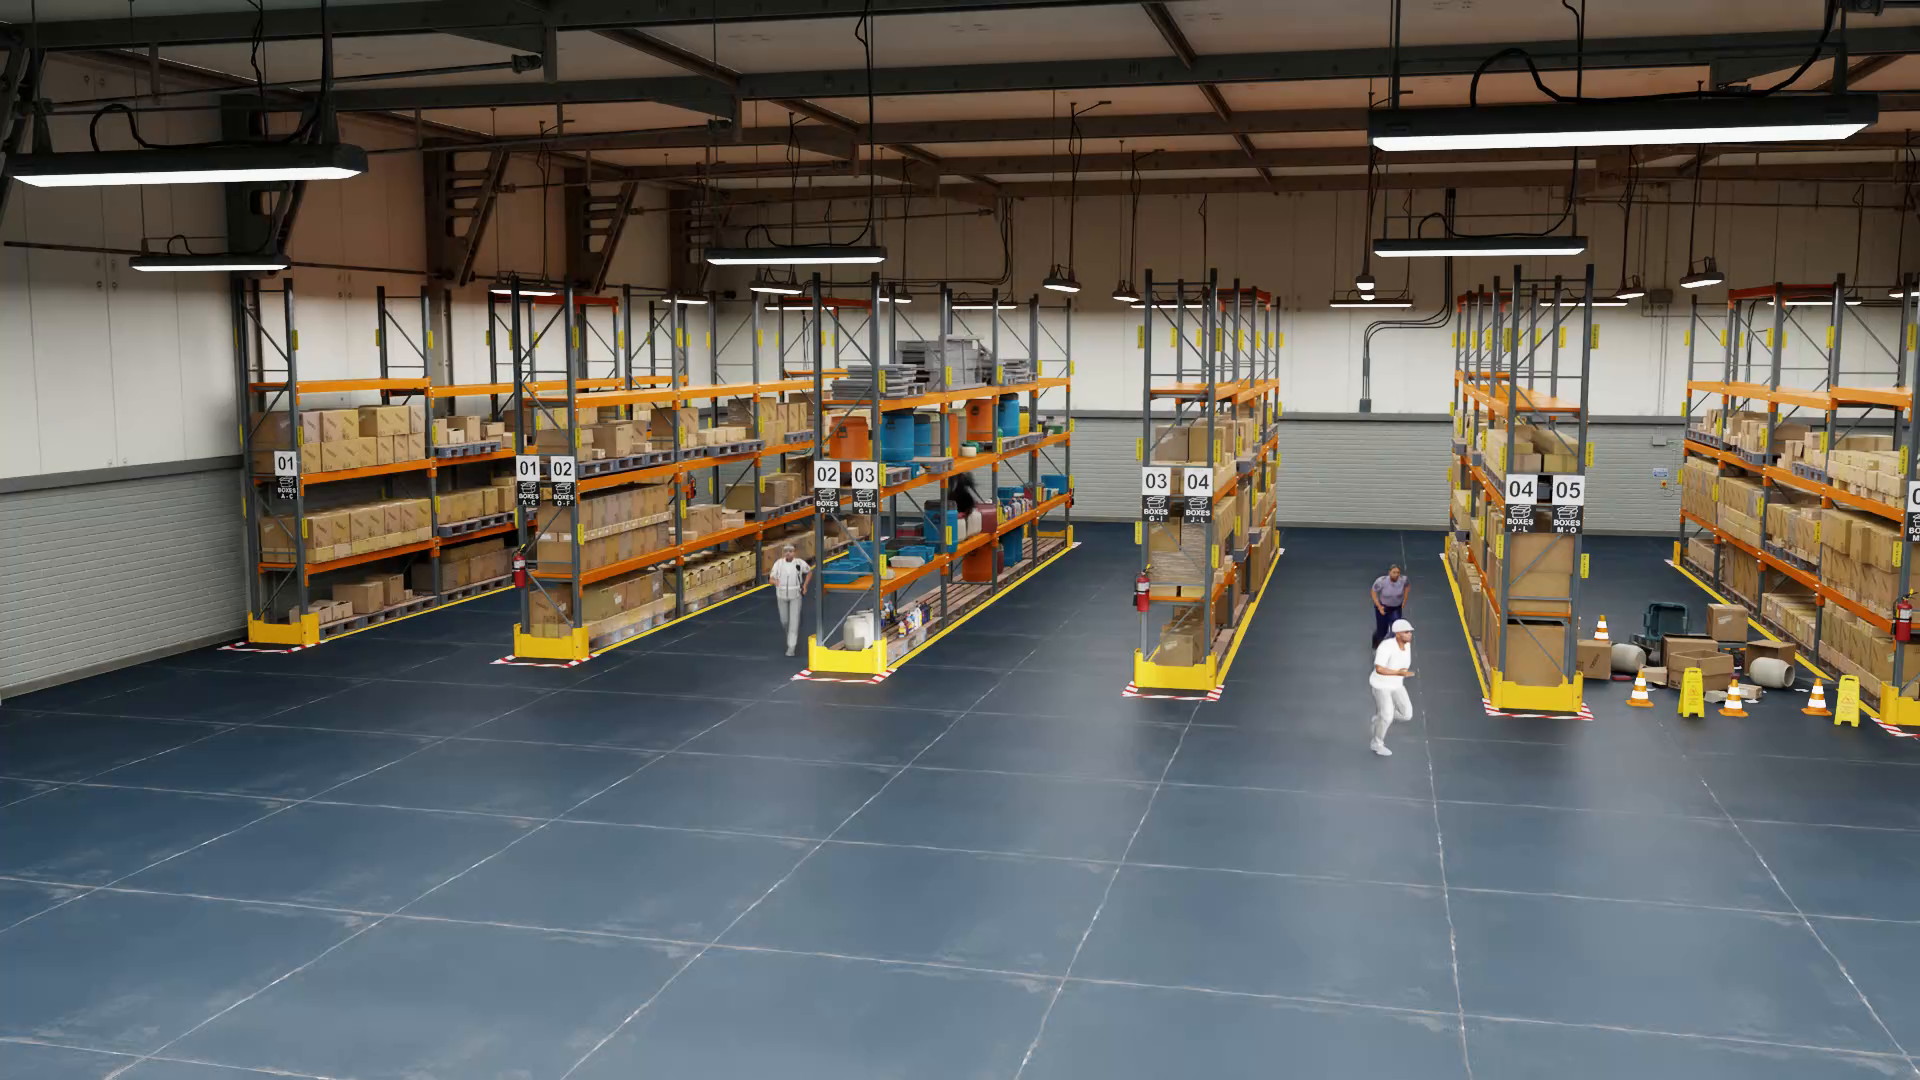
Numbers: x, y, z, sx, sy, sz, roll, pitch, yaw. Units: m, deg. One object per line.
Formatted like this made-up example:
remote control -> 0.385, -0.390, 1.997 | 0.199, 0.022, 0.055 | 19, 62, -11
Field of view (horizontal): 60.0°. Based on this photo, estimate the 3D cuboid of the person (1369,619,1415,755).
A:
person -> 5.227, 1.777, 20.006 | 0.678, 1.694, 0.687 | -5, 8, -35

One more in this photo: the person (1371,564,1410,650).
person -> 6.699, 1.130, 26.064 | 0.623, 1.611, 0.921 | -1, 7, -6

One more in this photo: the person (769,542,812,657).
person -> -2.732, 0.910, 26.718 | 0.662, 1.783, 0.973 | 0, 7, 4
